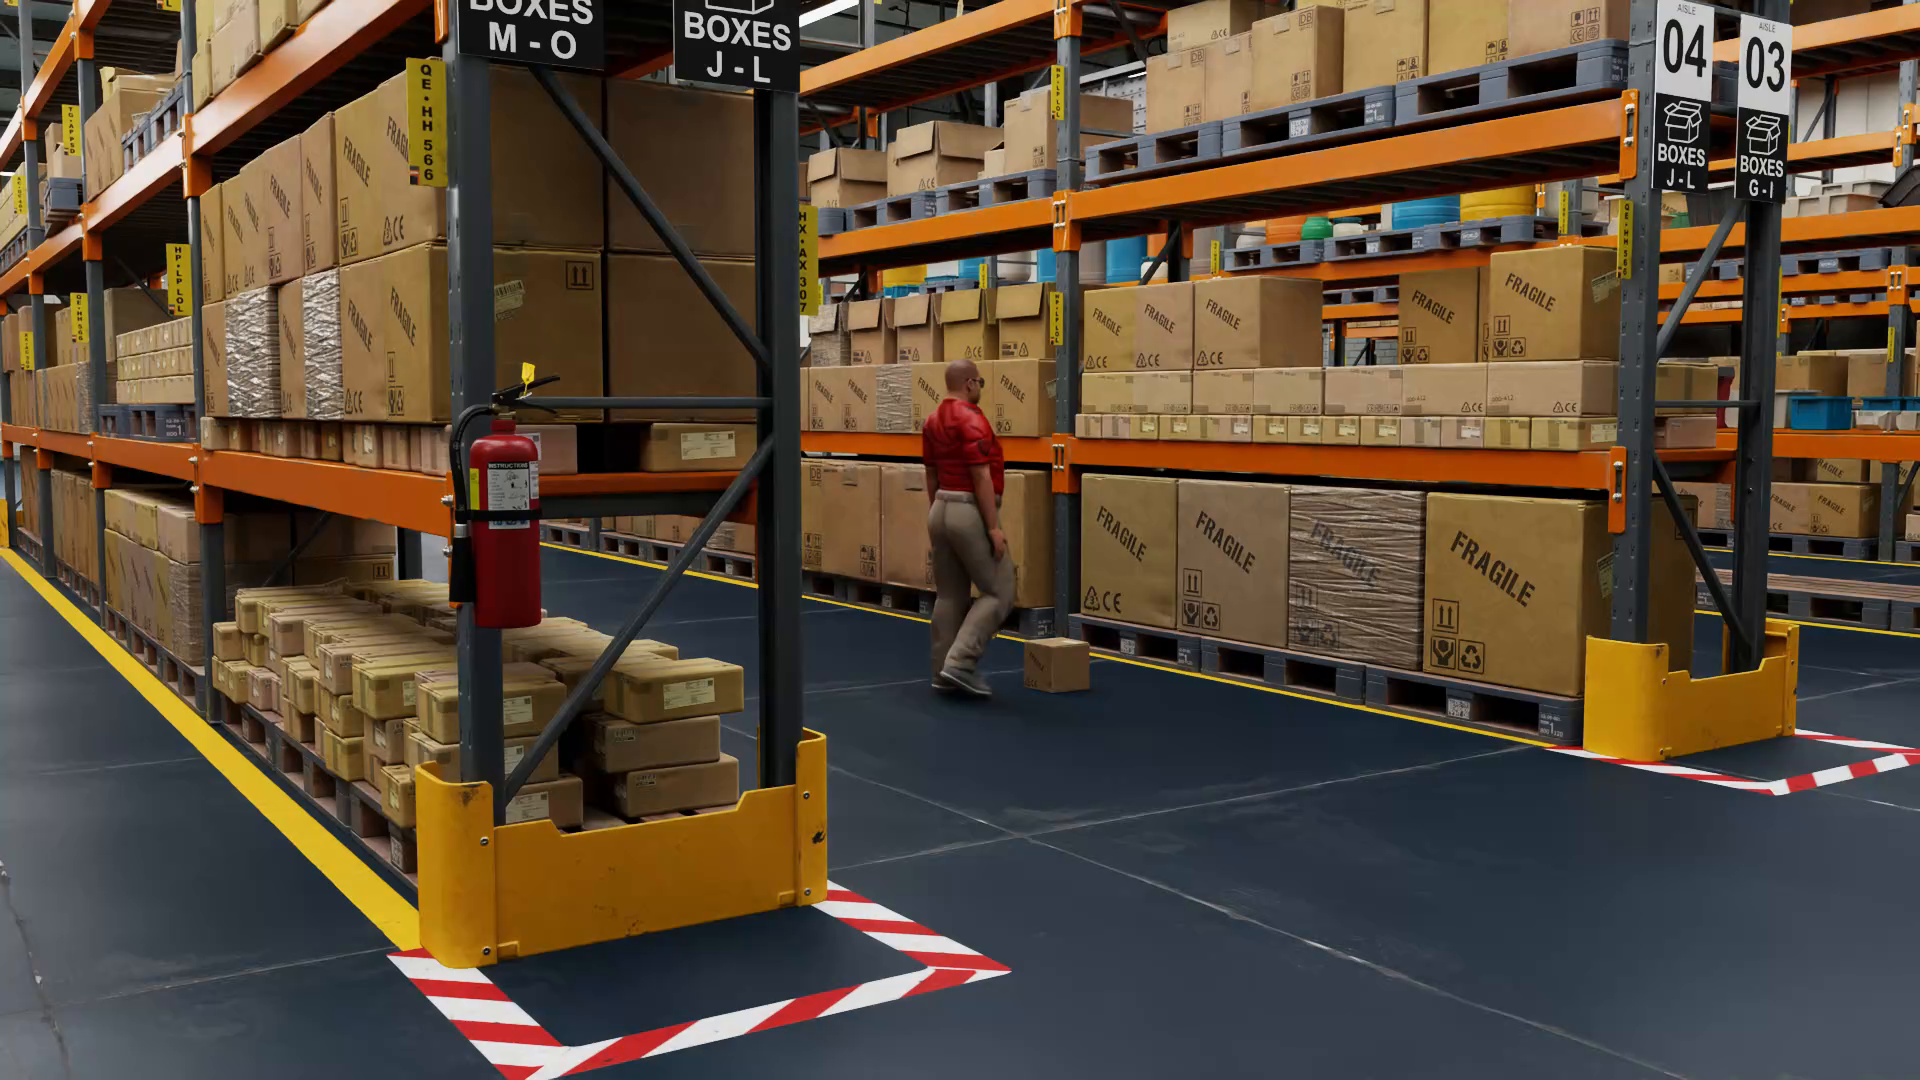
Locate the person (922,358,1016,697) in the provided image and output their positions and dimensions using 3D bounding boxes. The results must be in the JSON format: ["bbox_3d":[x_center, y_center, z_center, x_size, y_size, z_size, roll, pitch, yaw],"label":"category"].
[{"bbox_3d":[0.023,-0.059,8.551,0.416,1.734,0.552,-3,6,-33],"label":"person"}]
